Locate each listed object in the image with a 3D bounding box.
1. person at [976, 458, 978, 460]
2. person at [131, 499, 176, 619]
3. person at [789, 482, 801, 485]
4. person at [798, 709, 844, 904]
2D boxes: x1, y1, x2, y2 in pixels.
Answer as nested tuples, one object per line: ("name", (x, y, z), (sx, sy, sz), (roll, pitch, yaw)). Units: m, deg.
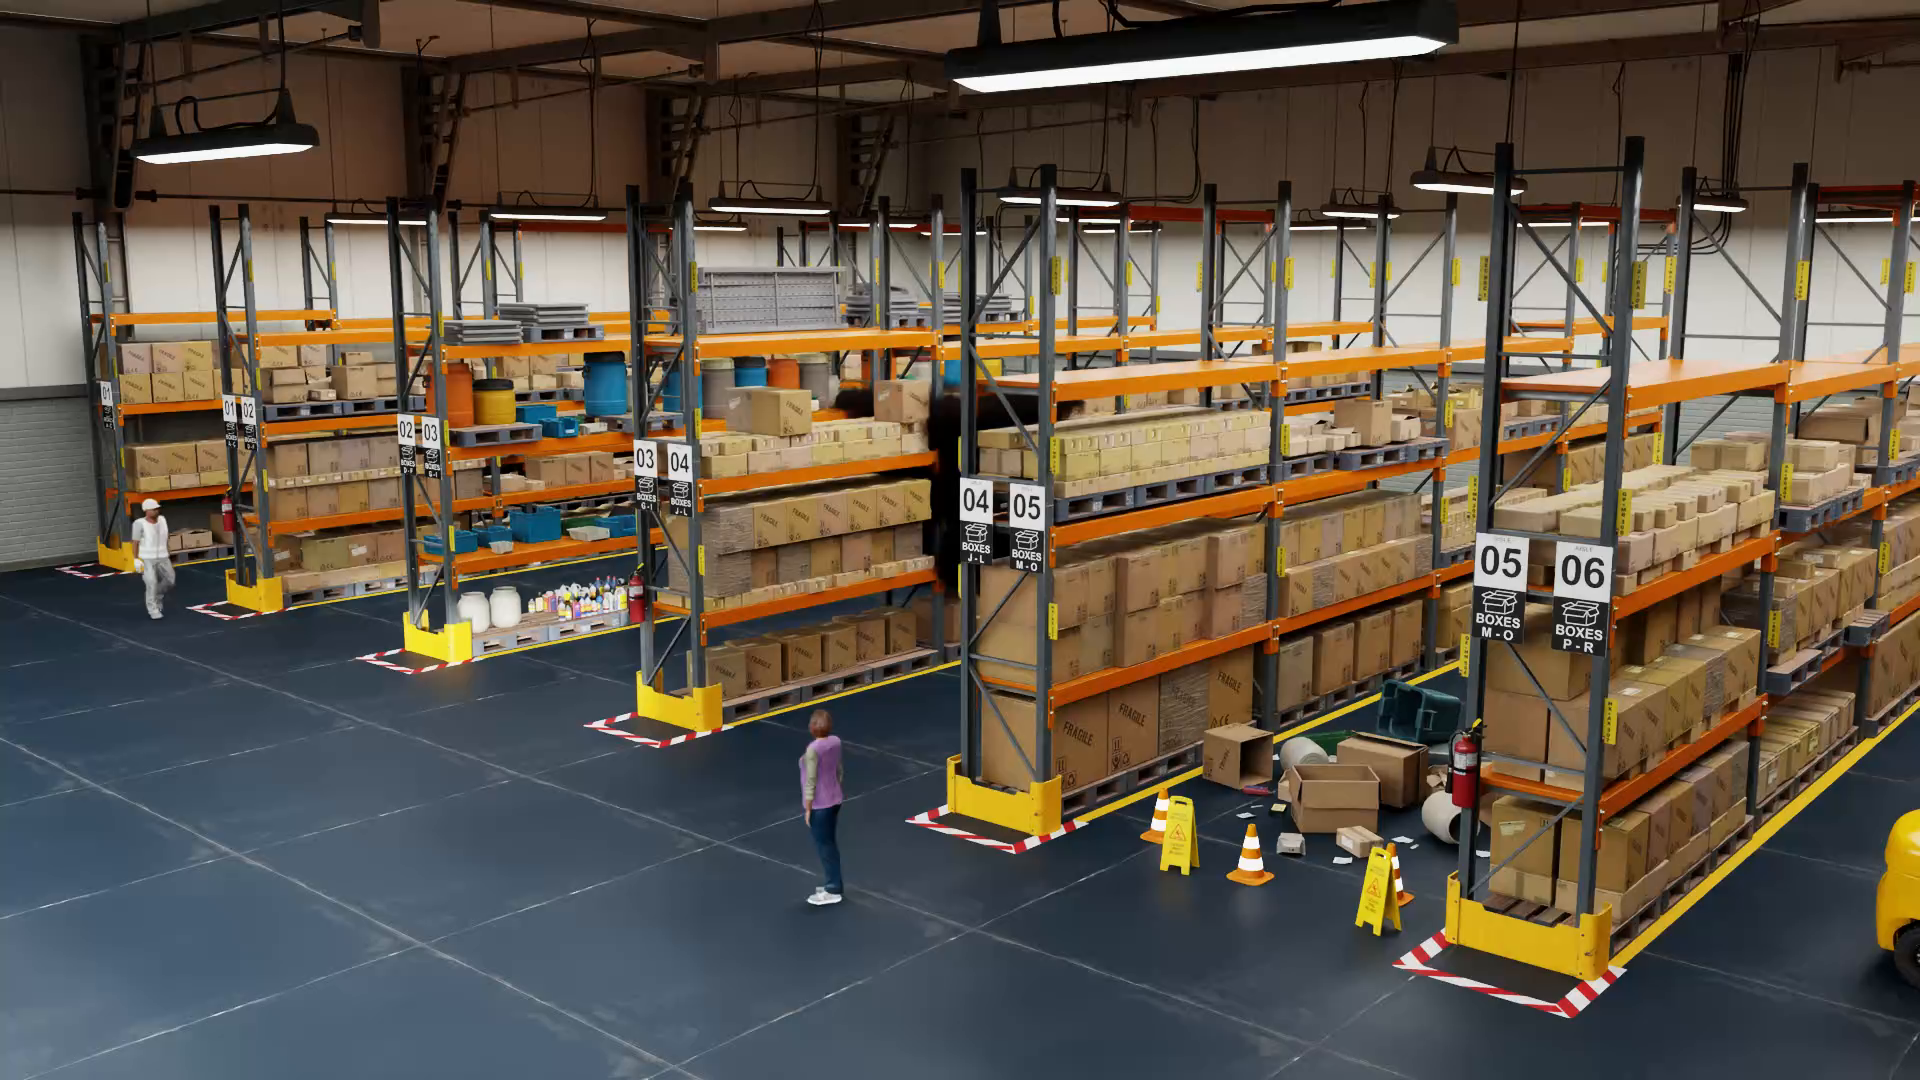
("person", (0.054, -1.257, 33.700), (0.526, 1.684, 0.988), (8, 12, 38))
("person", (-11.840, 0.260, 24.305), (0.576, 1.767, 0.588), (8, 13, 41))
("person", (-2.456, -0.047, 24.537), (0.532, 1.744, 1.053), (5, 11, 28))
("person", (-1.110, 2.163, 13.487), (0.359, 1.624, 0.451), (4, 10, 22))
